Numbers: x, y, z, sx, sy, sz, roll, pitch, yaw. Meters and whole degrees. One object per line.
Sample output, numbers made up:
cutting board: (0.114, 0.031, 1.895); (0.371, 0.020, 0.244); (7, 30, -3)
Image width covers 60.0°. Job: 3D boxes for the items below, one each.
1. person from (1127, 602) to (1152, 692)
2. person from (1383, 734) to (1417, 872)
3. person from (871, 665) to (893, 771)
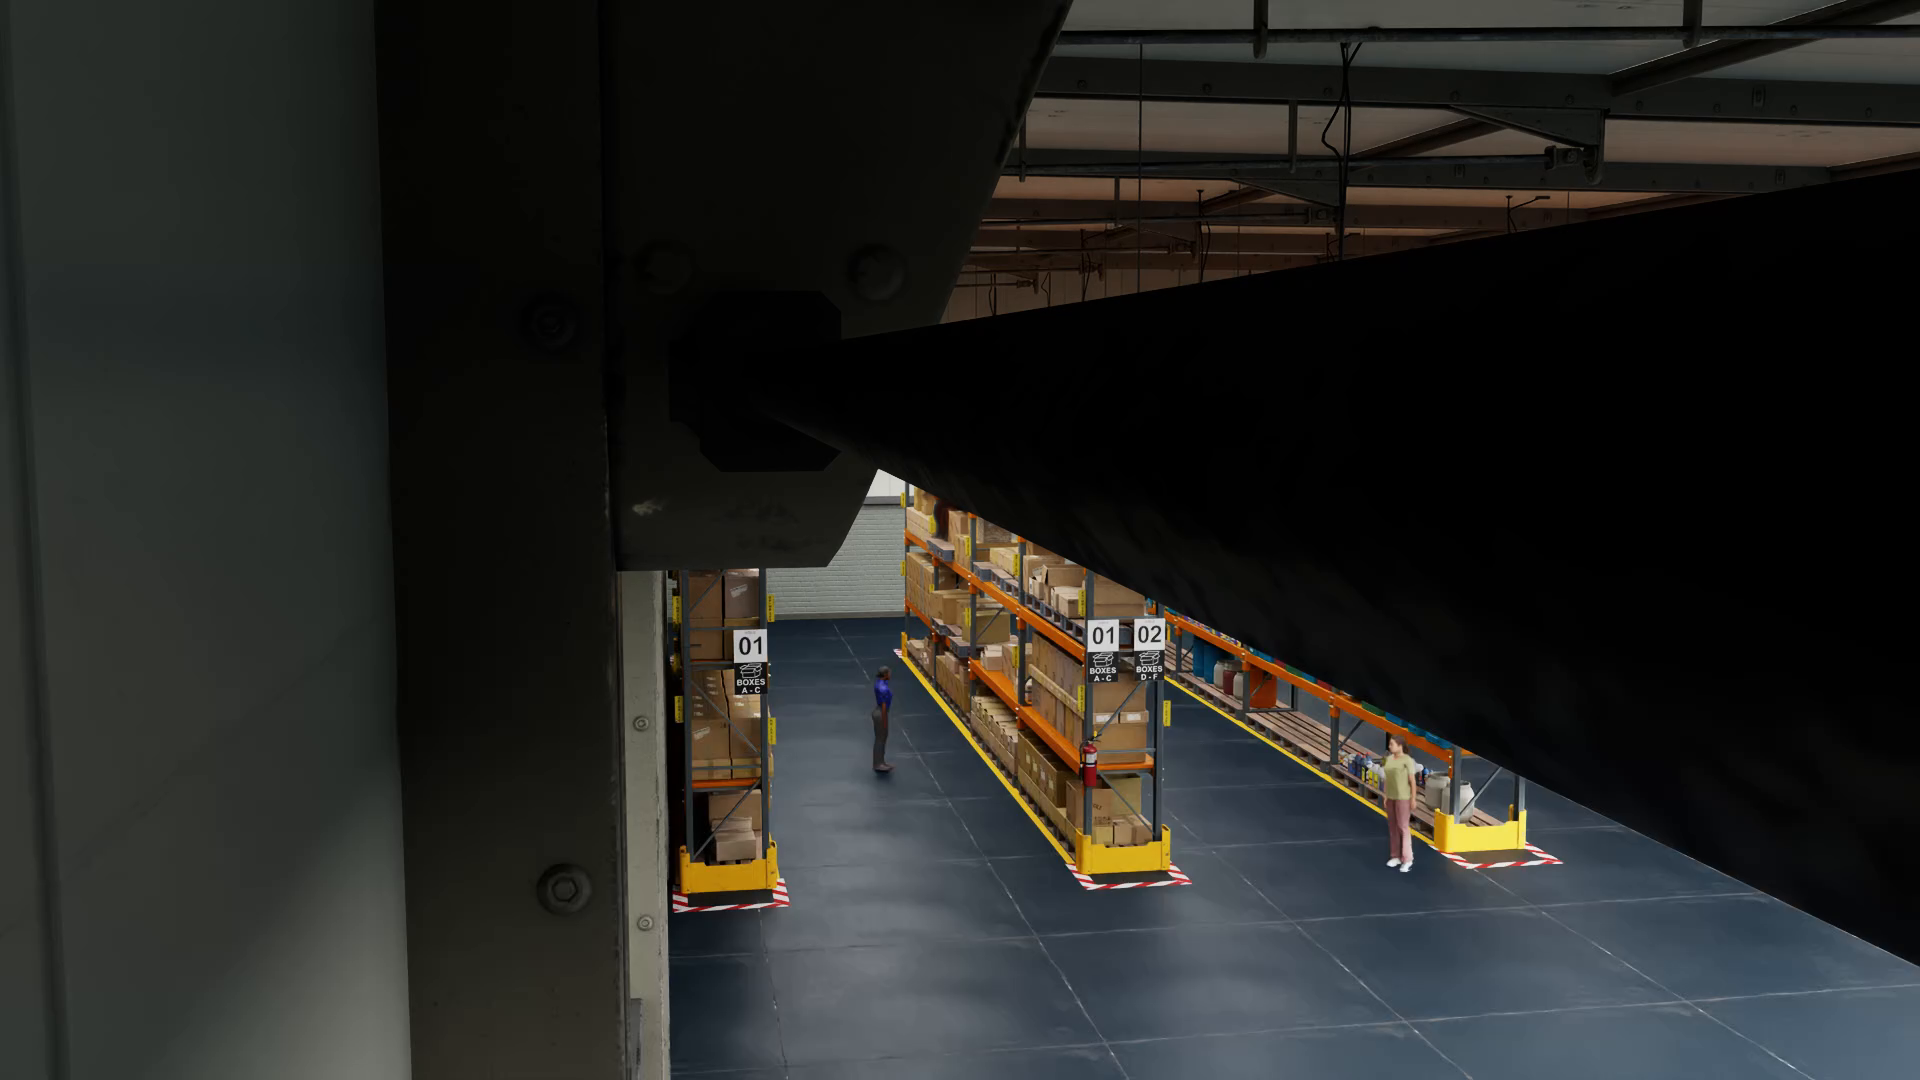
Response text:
person: (3.402, 2.022, 31.820); (0.496, 1.762, 0.600); (-4, 7, -32)
person: (5.580, 3.330, 21.128); (0.375, 1.731, 0.540); (-3, 7, -28)
person: (-1.219, 2.793, 26.151); (0.333, 1.669, 0.462); (-1, 6, -8)
